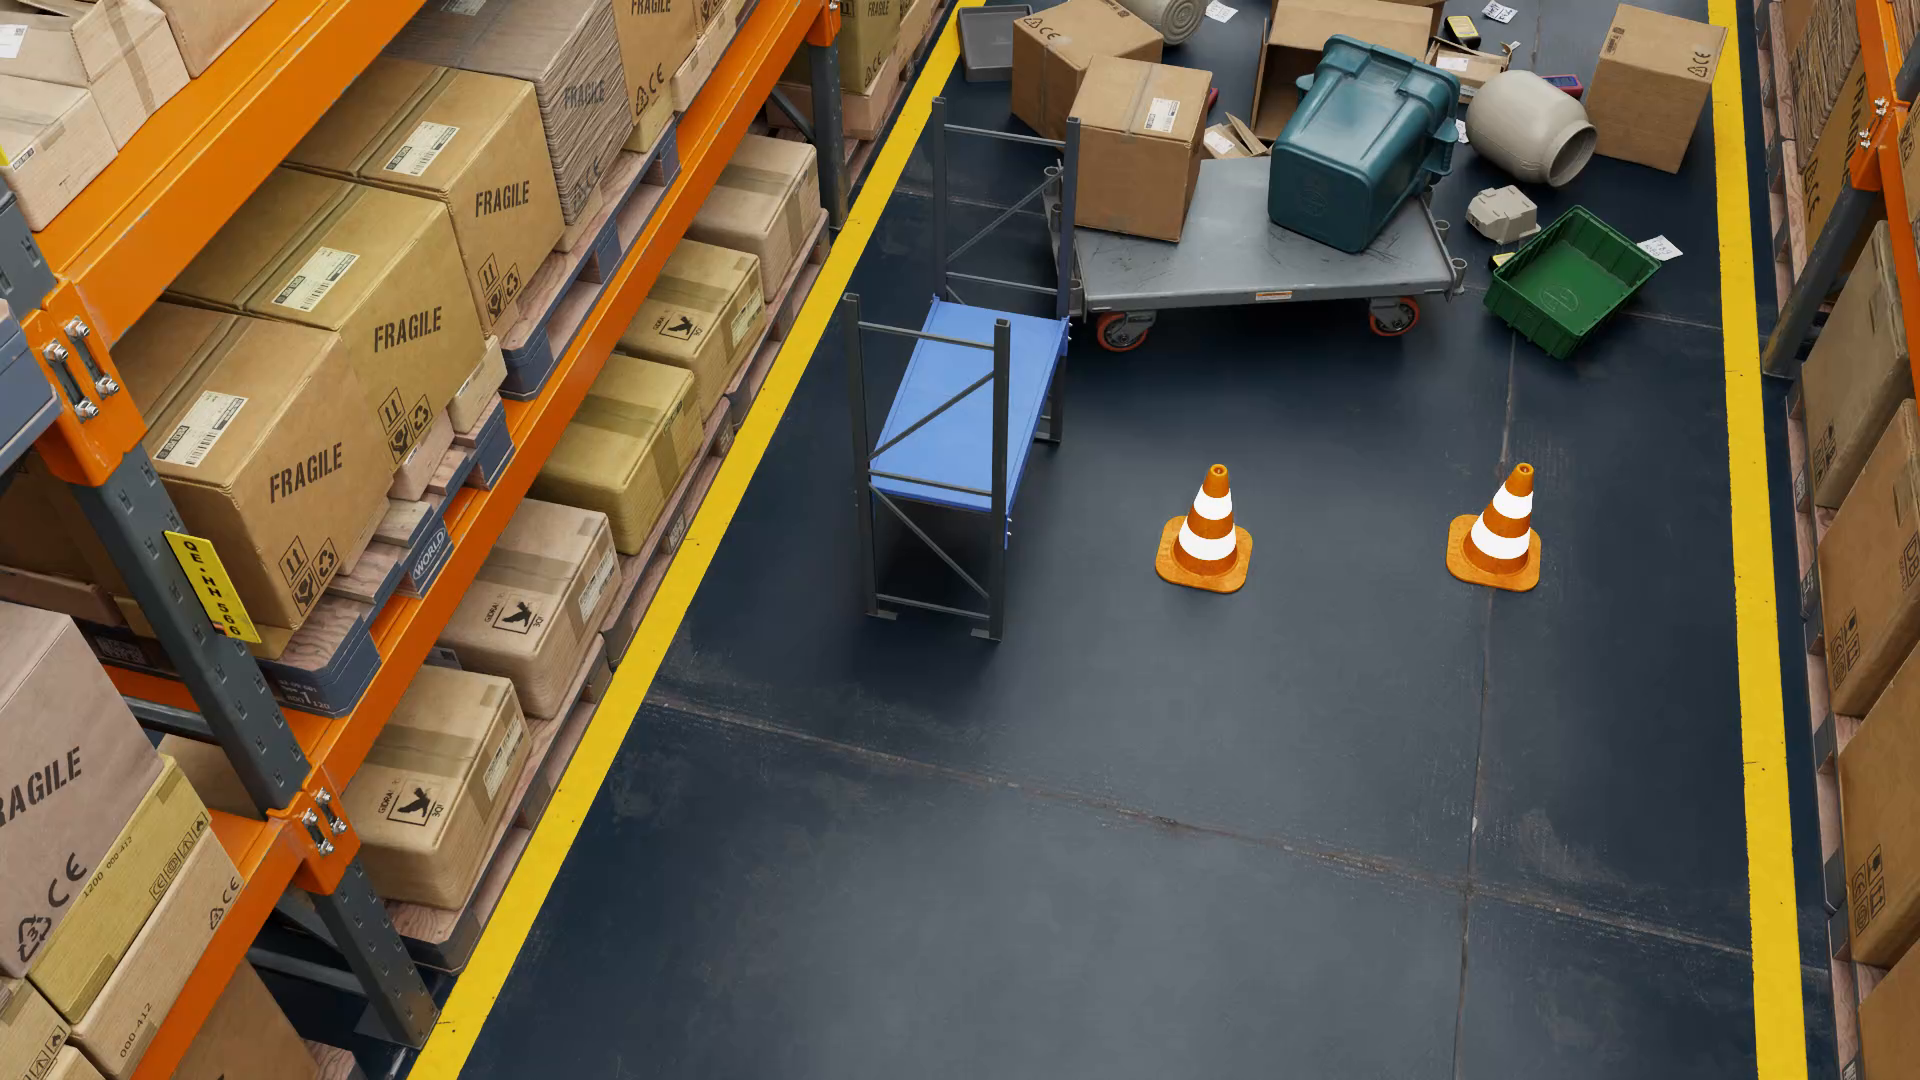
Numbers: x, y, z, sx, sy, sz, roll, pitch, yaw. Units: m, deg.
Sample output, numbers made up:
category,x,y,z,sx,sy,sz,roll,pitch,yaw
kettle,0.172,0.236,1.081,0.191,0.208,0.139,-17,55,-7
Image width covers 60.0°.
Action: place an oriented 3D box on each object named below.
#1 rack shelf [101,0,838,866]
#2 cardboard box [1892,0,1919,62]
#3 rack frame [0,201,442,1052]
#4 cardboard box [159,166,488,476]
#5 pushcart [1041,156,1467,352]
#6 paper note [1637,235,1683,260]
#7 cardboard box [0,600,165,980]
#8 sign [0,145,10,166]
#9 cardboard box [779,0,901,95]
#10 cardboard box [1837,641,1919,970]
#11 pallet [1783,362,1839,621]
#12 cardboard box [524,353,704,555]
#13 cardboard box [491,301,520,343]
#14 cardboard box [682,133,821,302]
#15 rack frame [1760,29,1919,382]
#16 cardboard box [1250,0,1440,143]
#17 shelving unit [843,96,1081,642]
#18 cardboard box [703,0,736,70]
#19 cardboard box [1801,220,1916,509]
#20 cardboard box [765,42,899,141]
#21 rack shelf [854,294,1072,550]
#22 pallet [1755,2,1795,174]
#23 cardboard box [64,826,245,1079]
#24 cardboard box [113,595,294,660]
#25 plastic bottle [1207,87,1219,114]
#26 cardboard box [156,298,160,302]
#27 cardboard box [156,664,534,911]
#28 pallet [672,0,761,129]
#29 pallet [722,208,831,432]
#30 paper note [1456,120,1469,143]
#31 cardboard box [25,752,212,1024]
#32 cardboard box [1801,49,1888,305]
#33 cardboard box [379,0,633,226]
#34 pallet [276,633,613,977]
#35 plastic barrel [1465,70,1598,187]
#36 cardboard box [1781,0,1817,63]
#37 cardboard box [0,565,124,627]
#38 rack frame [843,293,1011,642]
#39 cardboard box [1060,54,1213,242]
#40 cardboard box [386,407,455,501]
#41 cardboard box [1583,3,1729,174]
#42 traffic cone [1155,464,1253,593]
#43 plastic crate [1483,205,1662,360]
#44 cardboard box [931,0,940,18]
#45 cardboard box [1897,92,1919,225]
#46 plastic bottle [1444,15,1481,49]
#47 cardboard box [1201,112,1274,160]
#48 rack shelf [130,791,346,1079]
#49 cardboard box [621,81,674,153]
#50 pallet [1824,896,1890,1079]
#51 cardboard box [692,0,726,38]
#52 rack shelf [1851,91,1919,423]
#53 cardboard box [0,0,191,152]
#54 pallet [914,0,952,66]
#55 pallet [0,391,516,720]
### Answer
category,x,y,z,sx,sy,sz,roll,pitch,yaw
rack shelf,-1.529,-0.832,5.464,1.077,0.370,4.000,12,50,10
cardboard box,3.885,-1.932,5.855,0.875,0.550,0.550,12,50,10
rack frame,-2.056,0.376,3.917,1.000,3.000,0.127,12,50,10
cardboard box,-1.584,-0.552,4.192,0.500,0.500,0.500,14,50,12
pushcart,1.210,-1.236,7.089,1.648,0.377,0.936,-4,49,-3
paper note,3.102,-1.296,7.373,0.147,0.020,0.142,-19,51,-16
cardboard box,-1.940,0.438,3.129,0.500,0.500,0.500,10,49,9
sign,-1.523,-0.698,2.467,0.100,0.325,0.005,12,50,10
cardboard box,-0.587,-2.368,7.393,0.500,0.500,0.500,14,50,12
cardboard box,3.220,0.830,4.738,1.050,0.750,0.750,12,50,11
pallet,3.669,-0.118,6.213,1.003,0.211,1.213,12,50,10
cardboard box,-1.506,-0.383,6.060,0.950,0.372,0.625,13,50,11
cardboard box,-1.487,-0.649,4.710,0.380,0.149,0.250,14,50,12
cardboard box,-1.139,-1.407,6.963,0.950,0.372,0.625,12,50,11
rack frame,3.799,-1.613,5.673,1.000,3.000,0.127,12,50,10
cardboard box,1.792,-2.181,7.749,0.797,0.637,0.503,12,50,10
shelving unit,0.029,-0.556,5.731,0.538,1.500,1.048,11,50,9
cardboard box,-0.992,-1.765,5.695,0.380,0.149,0.250,11,49,9
cardboard box,3.722,-0.541,5.947,1.050,0.750,0.750,11,50,10
cardboard box,-0.587,-2.120,7.674,0.500,0.250,0.500,10,49,8
rack shelf,0.029,-0.439,5.868,0.538,0.185,1.000,11,50,9
pallet,4.394,-2.110,7.972,1.003,0.211,1.213,12,50,10
cardboard box,-1.939,0.843,3.606,0.500,0.250,0.500,10,49,9
cardboard box,-1.791,0.122,4.029,0.380,0.149,0.250,9,49,8
plastic bottle,1.146,-2.108,8.070,0.133,0.061,0.283,19,51,16
cardboard box,-2.079,-0.654,4.281,0.500,0.500,0.500,11,49,9
cardboard box,-1.898,0.700,5.104,0.950,0.372,0.625,9,49,7
pallet,-1.345,-1.930,6.080,1.003,0.211,1.213,12,50,10
pallet,-1.207,-1.031,7.019,1.003,0.211,1.213,12,50,10
paper note,2.391,-1.972,7.975,0.172,0.023,0.155,28,54,22
cardboard box,-1.938,0.661,3.433,0.500,0.250,0.500,11,50,10
cardboard box,4.032,-1.490,6.702,0.875,0.875,0.875,12,50,11
cardboard box,-1.311,-1.298,4.850,0.500,0.500,0.500,10,49,9
pallet,-1.849,0.734,5.461,1.003,0.211,1.213,12,50,10
plastic barrel,2.618,-1.884,7.631,0.421,0.421,0.512,-27,54,-22
cardboard box,4.507,-2.802,7.860,0.875,0.875,0.875,11,49,9
cardboard box,-2.197,0.037,4.104,0.380,0.149,0.250,13,50,11
rack frame,-0.096,-0.182,5.410,0.500,1.500,0.032,11,50,9
cardboard box,0.722,-1.611,6.833,0.500,0.500,0.500,12,50,10
cardboard box,-1.568,-0.265,4.370,0.380,0.149,0.250,9,49,8
cardboard box,3.218,-2.112,7.779,0.500,0.500,0.500,19,51,16
traffic cone,0.910,-0.097,6.027,0.336,0.463,0.334,12,50,10
plastic crate,2.581,-1.086,7.045,0.662,0.188,0.450,-37,68,-28
cardboard box,-0.321,-2.892,8.356,0.500,0.250,0.500,11,49,10
cardboard box,3.401,-1.319,5.347,0.500,0.500,0.500,12,50,10
plastic bottle,2.573,-2.575,8.482,0.133,0.061,0.283,-4,49,-3
cardboard box,1.282,-1.778,7.642,0.258,0.266,0.396,-19,51,-16
rack shelf,-2.582,2.061,2.910,1.077,0.370,4.000,12,50,10
cardboard box,-1.155,-1.411,5.382,0.380,0.149,0.250,12,50,10
pallet,3.026,1.647,4.655,1.003,0.211,1.213,12,50,10
cardboard box,-1.033,-2.049,5.513,0.500,0.500,0.500,12,50,10
rack shelf,3.273,0.071,4.666,1.077,0.370,4.000,12,50,10
cardboard box,-1.742,-0.951,3.178,0.396,0.266,0.258,12,50,10
pallet,-0.541,-2.972,8.733,1.003,0.211,1.213,12,50,10
pallet,-1.971,-0.097,4.463,1.213,0.211,1.003,12,50,10
